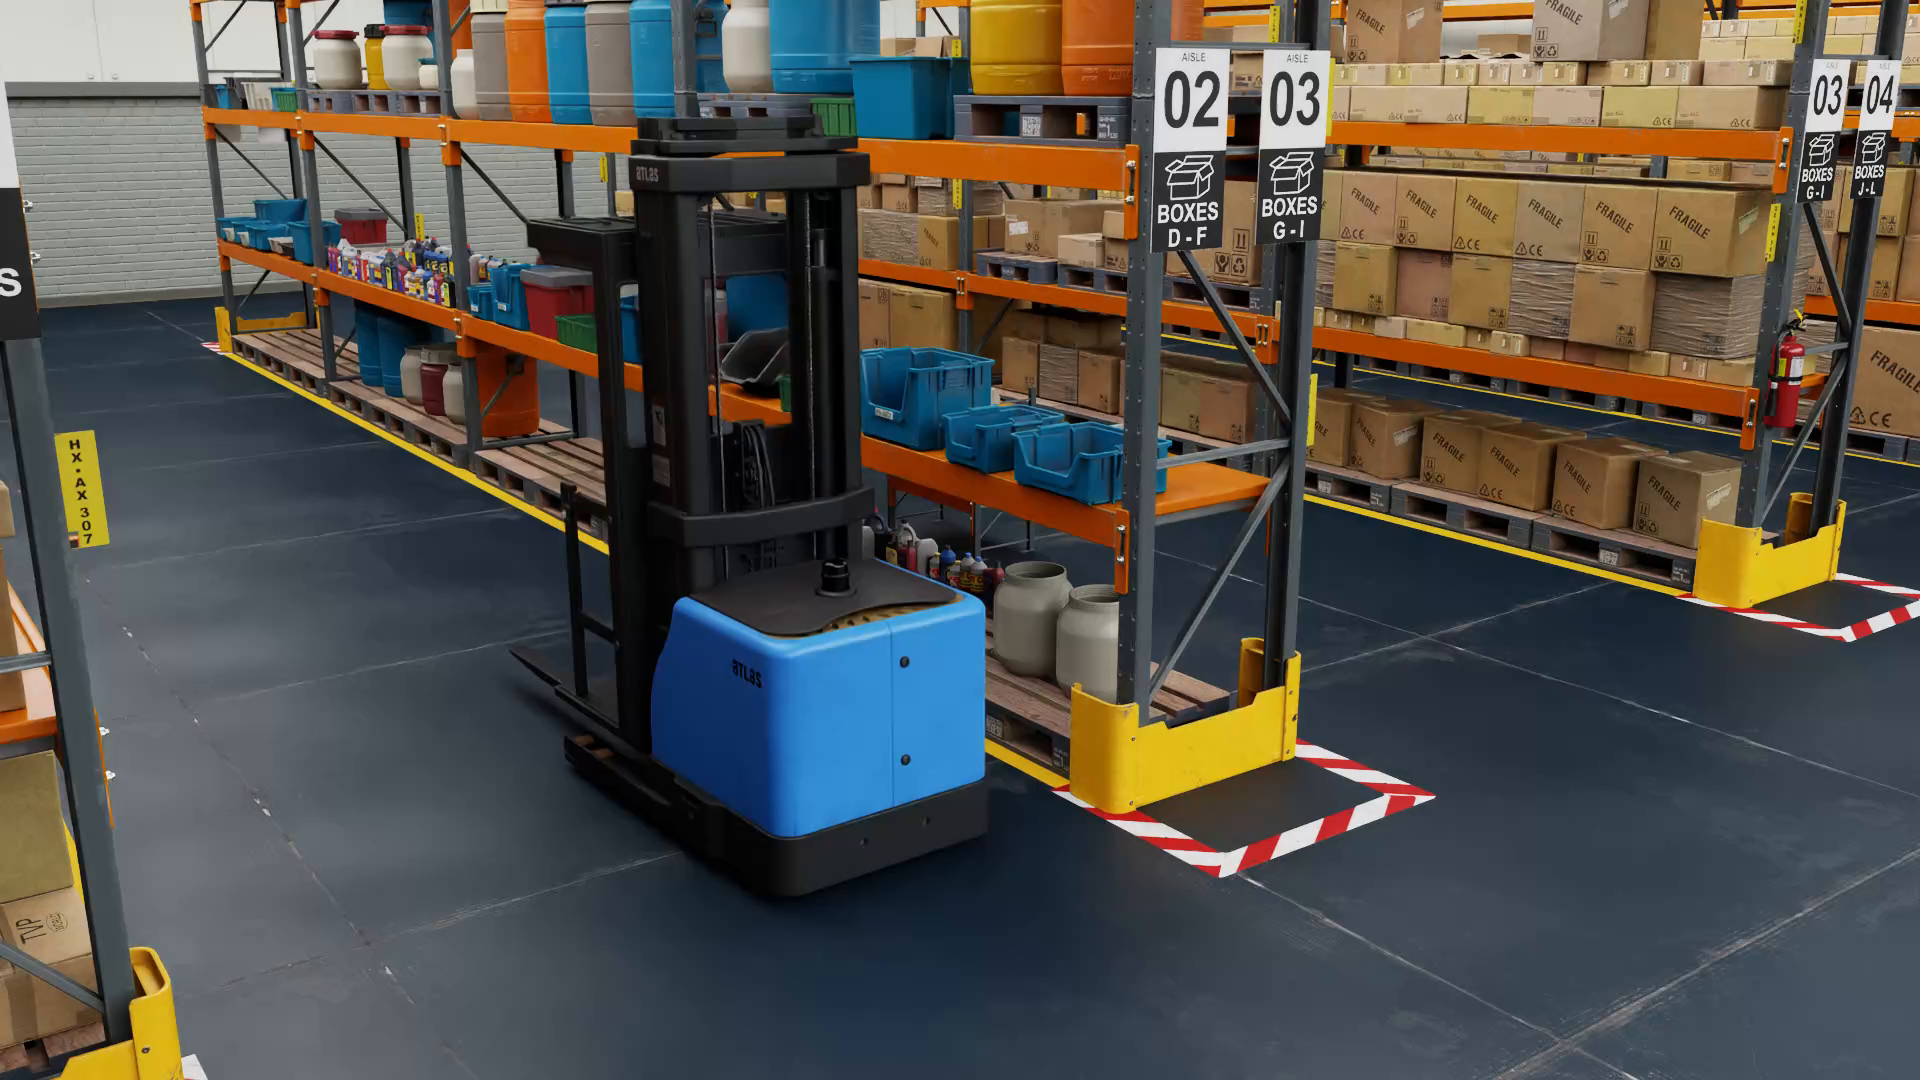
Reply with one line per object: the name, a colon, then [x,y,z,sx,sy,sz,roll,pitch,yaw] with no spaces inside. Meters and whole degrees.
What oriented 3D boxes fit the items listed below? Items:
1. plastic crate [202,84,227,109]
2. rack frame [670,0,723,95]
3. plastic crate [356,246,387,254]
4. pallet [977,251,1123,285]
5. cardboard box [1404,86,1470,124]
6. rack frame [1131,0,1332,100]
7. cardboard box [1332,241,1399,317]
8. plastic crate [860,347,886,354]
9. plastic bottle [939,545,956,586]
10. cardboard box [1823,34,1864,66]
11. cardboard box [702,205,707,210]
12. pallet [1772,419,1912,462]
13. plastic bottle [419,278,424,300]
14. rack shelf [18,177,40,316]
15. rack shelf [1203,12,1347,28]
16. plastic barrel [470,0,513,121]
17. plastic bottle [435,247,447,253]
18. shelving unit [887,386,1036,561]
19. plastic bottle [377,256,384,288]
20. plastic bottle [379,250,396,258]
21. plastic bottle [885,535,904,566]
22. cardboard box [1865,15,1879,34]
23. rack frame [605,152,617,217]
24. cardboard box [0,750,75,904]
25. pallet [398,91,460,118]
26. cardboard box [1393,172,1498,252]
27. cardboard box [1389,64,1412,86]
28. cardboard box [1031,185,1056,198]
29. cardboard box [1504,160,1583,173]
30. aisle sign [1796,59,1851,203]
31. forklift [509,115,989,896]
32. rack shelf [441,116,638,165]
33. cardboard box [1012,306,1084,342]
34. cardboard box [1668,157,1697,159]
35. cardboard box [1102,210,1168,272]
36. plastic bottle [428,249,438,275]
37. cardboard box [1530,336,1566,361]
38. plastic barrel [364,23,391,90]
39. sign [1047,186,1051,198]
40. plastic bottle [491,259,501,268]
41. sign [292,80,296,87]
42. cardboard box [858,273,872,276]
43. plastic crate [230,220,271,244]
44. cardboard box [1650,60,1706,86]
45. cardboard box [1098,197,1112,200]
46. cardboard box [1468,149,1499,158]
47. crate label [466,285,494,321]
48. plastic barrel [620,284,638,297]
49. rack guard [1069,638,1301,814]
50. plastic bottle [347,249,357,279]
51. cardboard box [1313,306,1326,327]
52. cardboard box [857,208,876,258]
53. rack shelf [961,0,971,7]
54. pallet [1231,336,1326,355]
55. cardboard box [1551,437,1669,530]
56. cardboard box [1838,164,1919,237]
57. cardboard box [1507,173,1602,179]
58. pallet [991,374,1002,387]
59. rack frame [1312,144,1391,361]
plastic crate: [-8.286,-5.041,18.879,0.497,0.269,0.590,-11,19,-35]
rack frame: [-1.231,-4.114,9.562,1.000,3.000,0.127,-11,19,-35]
plastic crate: [-6.093,-2.952,17.067,0.396,0.136,0.243,-11,19,-35]
pallet: [0.929,-2.616,15.814,1.213,0.211,1.003,-11,19,-35]
cardboard box: [3.431,-3.008,11.487,0.500,0.250,0.500,-12,19,-37]
rack frame: [1.121,-3.260,6.442,1.000,3.000,0.127,-11,19,-35]
cardboard box: [3.255,-1.963,12.314,0.875,0.500,0.500,-11,19,-35]
plastic crate: [-0.361,-0.955,9.664,0.499,0.251,0.616,-11,19,-35]
plastic bottle: [-0.073,0.164,9.630,0.097,0.271,0.097,0,15,0]
cardboard box: [7.503,-4.143,14.087,0.500,0.250,0.500,-11,19,-35]
cardboard box: [-3.007,-4.042,20.381,0.500,0.250,0.500,-10,18,-33]
pallet: [7.952,-0.958,14.675,1.003,0.211,1.213,-11,19,-35]
plastic bottle: [-4.526,-2.138,14.083,0.097,0.201,0.097,0,15,0]
rack shelf: [-4.064,-1.125,5.687,1.077,0.370,4.000,-11,19,-35]
rack shelf: [4.912,-8.017,25.941,1.077,0.370,4.000,-11,19,-35]
plastic barrel: [-3.276,-3.554,12.249,0.600,0.901,0.600,0,15,0]
plastic bottle: [-4.930,-2.650,15.809,0.152,0.276,0.135,-11,19,-35]
shelving unit: [-0.004,-0.544,11.433,0.538,1.125,1.048,-11,19,-35]
plastic bottle: [-5.187,-2.412,14.950,0.097,0.271,0.097,0,15,0]
plastic bottle: [-5.303,-2.537,15.399,0.152,0.276,0.135,-11,19,-35]
plastic bottle: [-0.384,0.101,9.836,0.061,0.283,0.133,-11,19,-35]
cardboard box: [7.680,-4.243,13.697,0.380,0.149,0.250,-11,19,-35]
rack frame: [-4.280,-4.552,22.525,1.000,3.000,0.127,-11,19,-35]
cardboard box: [-3.319,0.908,5.569,0.500,0.500,0.500,-11,19,-35]
pallet: [-3.954,-3.609,13.756,1.003,0.211,1.213,-11,19,-35]
cardboard box: [3.423,-2.315,11.704,0.500,0.500,0.500,-11,19,-35]
cardboard box: [3.250,-3.286,11.746,0.380,0.149,0.250,-10,18,-33]
cardboard box: [1.326,-4.808,22.709,0.500,0.500,0.500,-11,19,-36]
cardboard box: [5.949,-3.591,16.931,0.700,0.500,0.500,-11,19,-34]
aisle sign: [4.921,-2.329,9.481,0.394,0.787,0.004,-11,19,-35]
forklift: [-1.174,-0.375,7.396,1.130,2.935,3.031,-11,19,-36]
rack shelf: [-2.407,-2.748,11.614,1.077,0.370,4.000,-11,19,-35]
cardboard box: [0.842,-2.073,15.951,0.500,0.250,0.500,-10,18,-32]
cardboard box: [9.244,-4.614,21.202,0.500,0.500,0.500,-11,19,-35]
cardboard box: [1.681,-2.598,14.394,0.797,0.503,0.637,-9,18,-29]
plastic bottle: [-4.941,-2.595,15.620,0.097,0.271,0.097,0,15,0]
cardboard box: [4.044,-1.307,11.147,0.380,0.149,0.250,-11,19,-35]
plastic barrel: [-5.234,-4.506,15.522,0.600,0.588,0.600,0,15,0]
sign: [0.857,-3.450,16.457,0.100,0.325,0.005,-11,19,-35]
plastic bottle: [-4.108,-2.361,14.764,0.097,0.271,0.097,0,15,0]
sign: [-7.851,-5.268,19.659,0.100,0.325,0.005,-11,19,-35]
cardboard box: [-1.010,-2.551,18.445,1.225,0.875,0.875,-12,19,-36]
plastic crate: [-8.021,-3.487,18.838,0.416,0.233,0.300,-11,19,-35]
cardboard box: [4.404,-2.828,10.074,0.380,0.149,0.250,-12,19,-37]
cardboard box: [2.002,-4.372,21.548,0.380,0.149,0.250,-12,19,-37]
cardboard box: [7.329,-5.198,22.801,0.500,0.500,0.500,-11,19,-34]
crate label: [-3.639,-1.846,12.956,0.303,0.233,0.416,-11,19,-35]
plastic barrel: [-2.302,-1.774,12.117,0.433,0.535,0.433,0,15,0]
rack guard: [1.038,0.830,7.596,1.175,0.500,0.348,-11,19,-35]
plastic bottle: [-5.710,-2.602,15.644,0.097,0.271,0.097,0,15,0]
cardboard box: [2.795,-1.720,12.656,0.380,0.149,0.250,-11,19,-35]
cardboard box: [-0.962,-3.285,17.708,0.500,0.500,0.500,-10,18,-33]
rack shelf: [1.599,-4.770,14.079,1.077,0.370,4.000,-11,19,-35]
pallet: [4.036,-2.414,19.997,1.003,0.211,1.213,-11,19,-35]
cardboard box: [4.394,-0.391,11.261,0.500,0.500,0.500,-6,16,-20]
cardboard box: [7.978,-2.899,14.156,0.875,0.550,0.500,-11,19,-35]
cardboard box: [4.142,-2.289,11.612,0.500,0.500,0.500,-11,19,-35]
pallet: [0.021,-1.679,17.310,1.003,0.211,1.213,-11,19,-35]
rack frame: [4.495,-3.592,19.018,1.000,3.000,0.127,-11,19,-35]
